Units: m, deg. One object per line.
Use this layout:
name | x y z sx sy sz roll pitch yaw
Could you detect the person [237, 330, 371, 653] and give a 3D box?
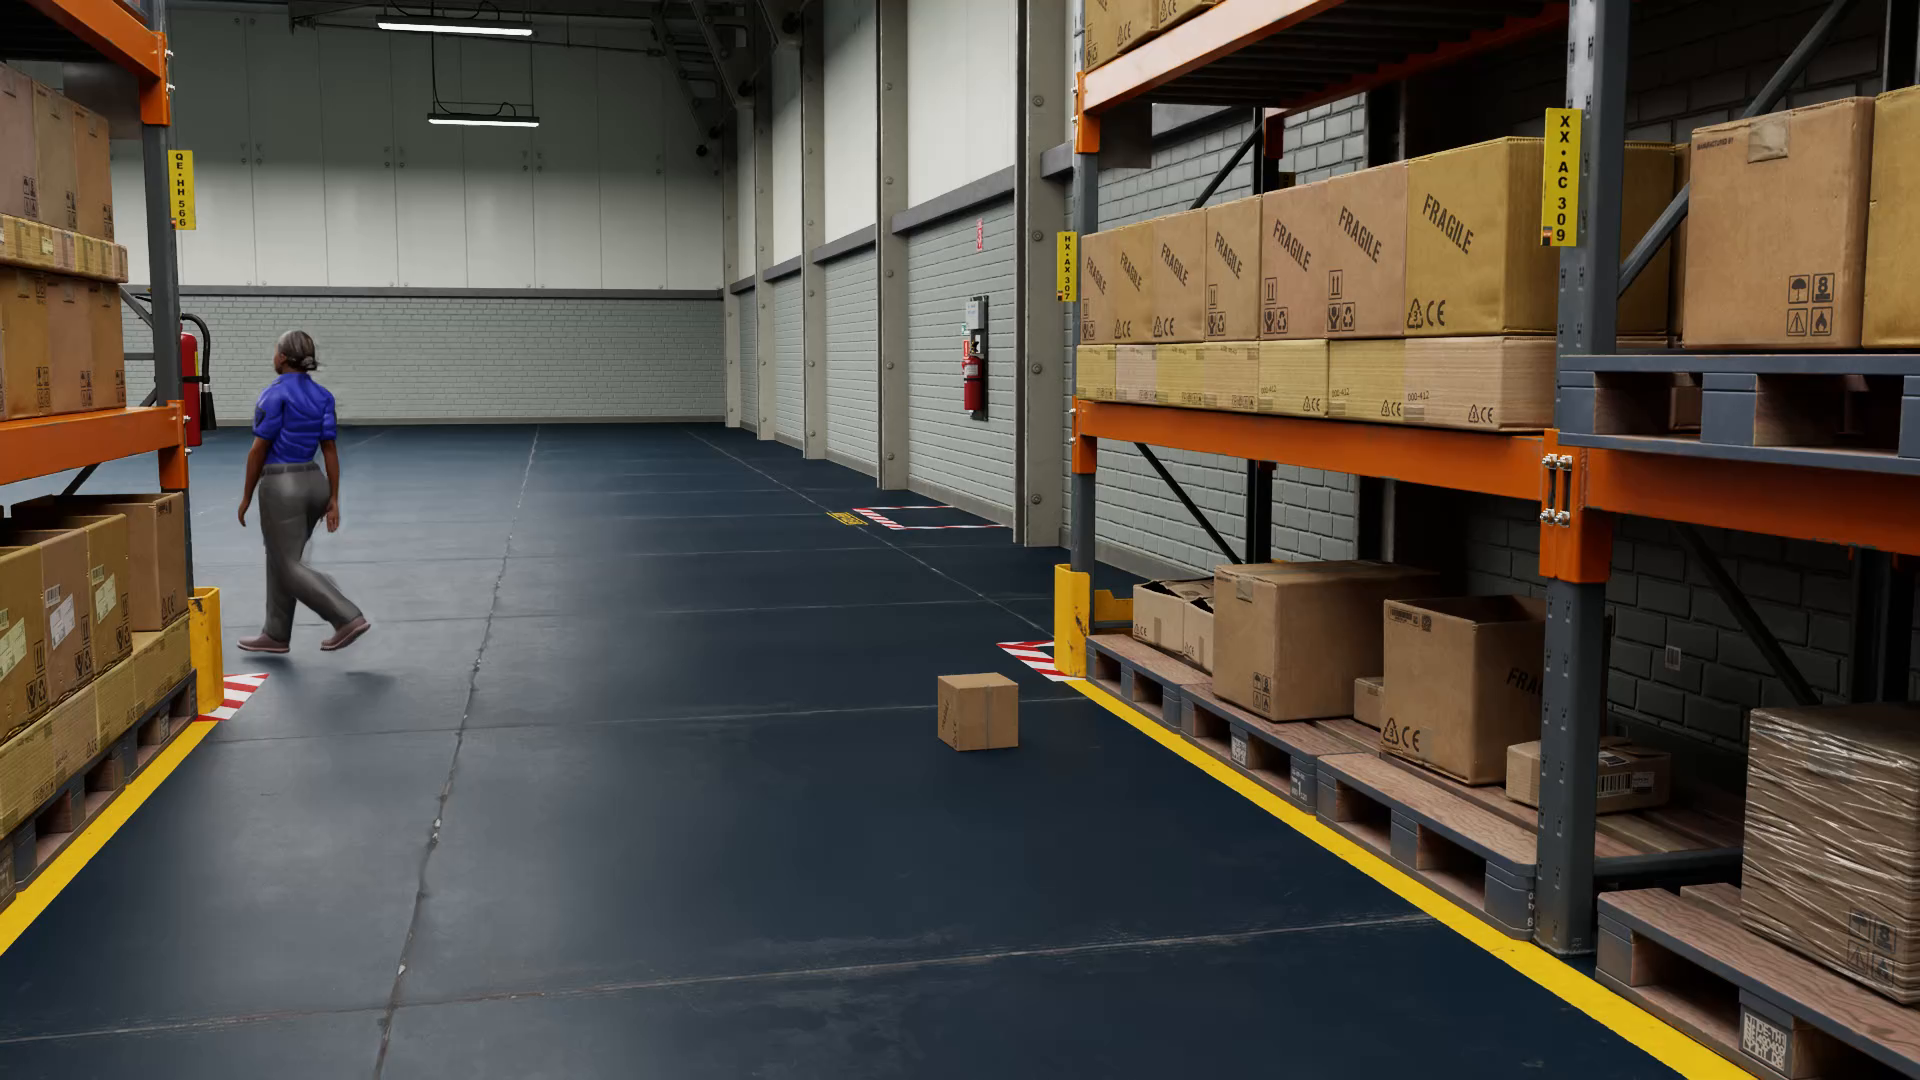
person | -3.273 -0.211 8.171 0.886 1.596 0.443 2 7 20
